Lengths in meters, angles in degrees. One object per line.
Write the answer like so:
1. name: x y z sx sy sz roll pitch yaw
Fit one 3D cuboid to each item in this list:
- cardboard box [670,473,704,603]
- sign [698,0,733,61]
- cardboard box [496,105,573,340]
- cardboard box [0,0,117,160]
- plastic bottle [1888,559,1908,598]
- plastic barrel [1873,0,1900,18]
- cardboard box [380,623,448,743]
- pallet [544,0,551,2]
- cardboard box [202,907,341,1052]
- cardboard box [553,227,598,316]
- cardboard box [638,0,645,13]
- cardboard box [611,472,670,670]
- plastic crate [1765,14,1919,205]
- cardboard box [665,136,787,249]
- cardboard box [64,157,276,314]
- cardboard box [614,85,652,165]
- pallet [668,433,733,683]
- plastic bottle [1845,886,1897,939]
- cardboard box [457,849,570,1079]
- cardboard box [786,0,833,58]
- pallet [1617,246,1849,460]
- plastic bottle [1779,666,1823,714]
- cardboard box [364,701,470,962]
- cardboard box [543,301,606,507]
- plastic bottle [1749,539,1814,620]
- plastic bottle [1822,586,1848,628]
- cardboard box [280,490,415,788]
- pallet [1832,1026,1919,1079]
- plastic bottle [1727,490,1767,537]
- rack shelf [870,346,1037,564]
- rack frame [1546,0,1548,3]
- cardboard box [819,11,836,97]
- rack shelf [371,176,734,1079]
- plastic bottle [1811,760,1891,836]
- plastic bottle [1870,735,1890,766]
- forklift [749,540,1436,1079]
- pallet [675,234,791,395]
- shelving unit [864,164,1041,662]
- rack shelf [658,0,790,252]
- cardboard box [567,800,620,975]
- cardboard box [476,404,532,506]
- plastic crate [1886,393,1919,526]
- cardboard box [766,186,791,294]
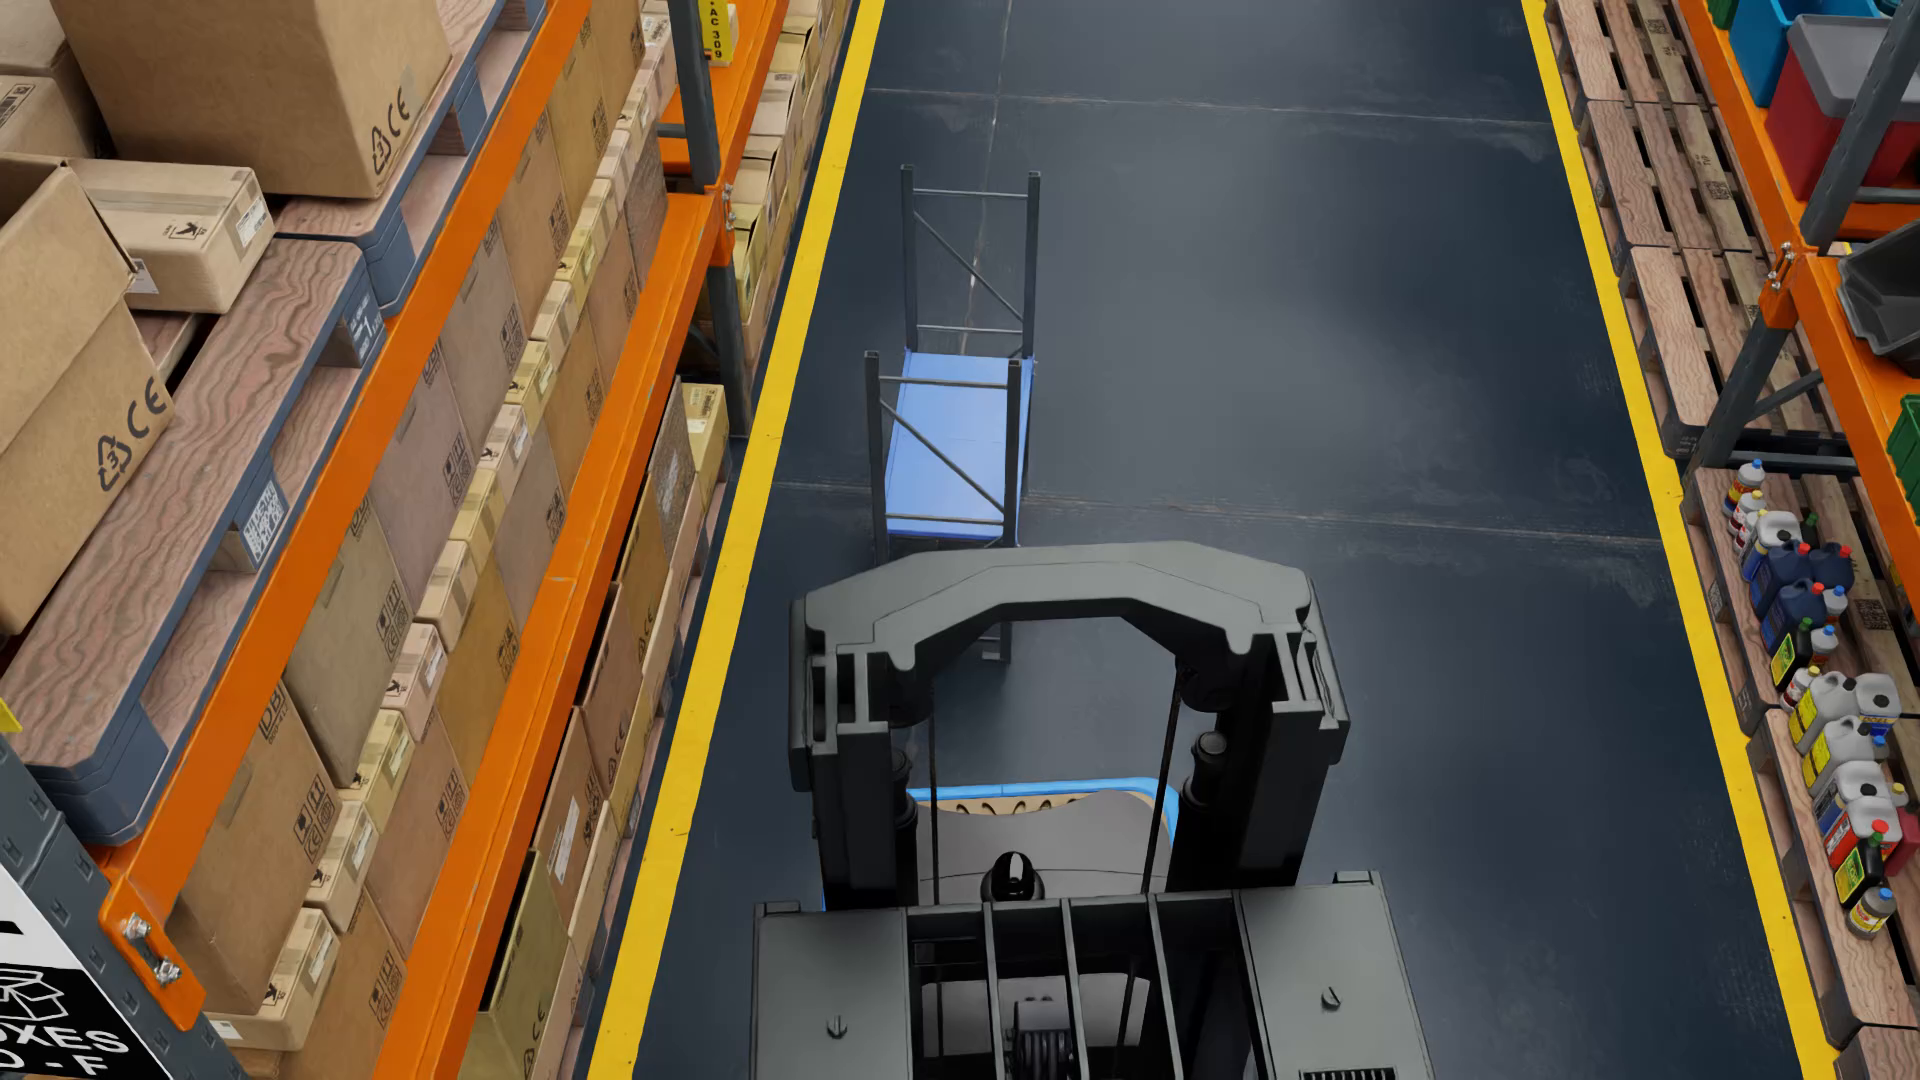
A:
1. cardboard box: -1.282 -0.014 6.335 0.500 0.250 0.500 4 48 4
2. sign: -0.850 -1.805 5.754 0.100 0.325 0.005 4 48 4
3. cardboard box: -1.528 -0.928 4.645 0.700 0.500 0.500 4 48 4
4. cardboard box: -1.874 -1.027 3.330 0.500 0.311 0.500 9 48 8
5. plastic bottle: 3.615 0.042 6.202 0.144 0.351 0.185 4 48 4
6. plastic barrel: 3.803 -2.102 6.759 0.301 0.262 0.301 0 48 0
7. cardboard box: -1.446 0.328 3.936 0.380 0.149 0.250 3 48 3
8. pallet: -1.454 -1.876 4.486 1.003 0.211 1.213 4 48 4
9. cardboard box: -1.517 0.891 3.421 0.380 0.149 0.250 4 48 3
10. cardboard box: -1.308 -0.813 4.979 0.380 0.149 0.250 4 48 3
11. cardboard box: -1.505 -2.135 6.787 0.396 0.266 0.258 3 48 3
12. cardboard box: -1.326 0.101 5.722 0.500 0.500 0.500 4 48 4
13. plastic crate: 3.269 -1.584 6.149 0.402 0.464 0.583 4 48 4
14. cardboard box: -1.066 -1.580 7.387 0.500 0.311 0.500 3 48 3
15. cardboard box: -1.484 -0.552 3.006 0.380 0.149 0.250 4 48 4
16. cardboard box: -1.238 -1.379 5.497 0.380 0.149 0.250 3 48 3
17. pallet: -1.517 0.000 6.632 1.003 0.211 1.213 4 48 4
18. plastic bottle: 2.896 1.170 5.271 0.097 0.201 0.097 0 48 0
19. cardboard box: -1.453 1.204 4.713 0.500 0.500 0.500 4 48 4
20. cardboard box: -0.930 -2.710 8.421 0.500 0.311 0.500 4 48 3
21. pallet: 3.563 -0.825 7.387 1.003 0.211 1.213 4 48 4
22. plastic bottle: 2.977 0.520 5.866 0.097 0.201 0.097 0 48 0
23. cardboard box: -1.669 0.655 4.076 0.700 0.500 0.500 5 48 5
24. cardboard box: -1.528 -0.473 5.108 0.700 0.500 0.500 5 48 4
25. plastic bottle: 3.043 0.124 6.126 0.144 0.351 0.185 5 48 5
26. plastic bottle: 3.150 0.266 6.051 0.097 0.271 0.097 0 48 0
27. cardboard box: -1.664 0.178 3.634 0.700 0.500 0.500 3 48 3
28. pallet: 3.205 2.038 4.768 1.003 0.211 1.213 4 48 4
29. plastic bottle: 3.055 -0.111 6.443 0.097 0.201 0.097 0 48 0
30. rack shelf: -0.008 -0.322 6.298 0.538 0.185 1.000 4 48 4
31. rack frame: 3.895 -4.126 8.517 1.000 3.000 0.127 4 48 4
32. cardboard box: -0.935 -2.524 8.630 0.500 0.250 0.500 5 48 4
33. rack shelf: -1.585 0.190 5.057 1.077 0.370 4.000 4 48 4
34. plastic bottle: 2.959 0.859 5.505 0.152 0.276 0.135 3 48 2
35. plastic bottle: 3.095 0.739 5.666 0.097 0.201 0.097 0 48 0
36. forklift: 0.207 1.513 3.406 1.130 2.935 3.031 -3 48 -2
37. pallet: -1.374 -1.125 7.662 1.003 0.211 1.213 4 48 4
38. shelving unit: -0.008 -0.443 6.165 0.538 1.500 1.048 4 48 4
39. rack shelf: -1.220 -2.749 7.745 1.077 0.370 4.000 4 48 4
40. cardboard box: -1.409 1.089 5.326 0.500 0.250 0.500 4 48 4
41. cardboard box: -1.376 -0.239 4.454 0.380 0.149 0.250 4 48 4
42. plastic crate: 3.125 -0.136 5.011 0.450 0.188 0.662 4 48 4
43. cardboard box: -1.071 -1.391 7.594 0.500 0.250 0.500 5 48 5
